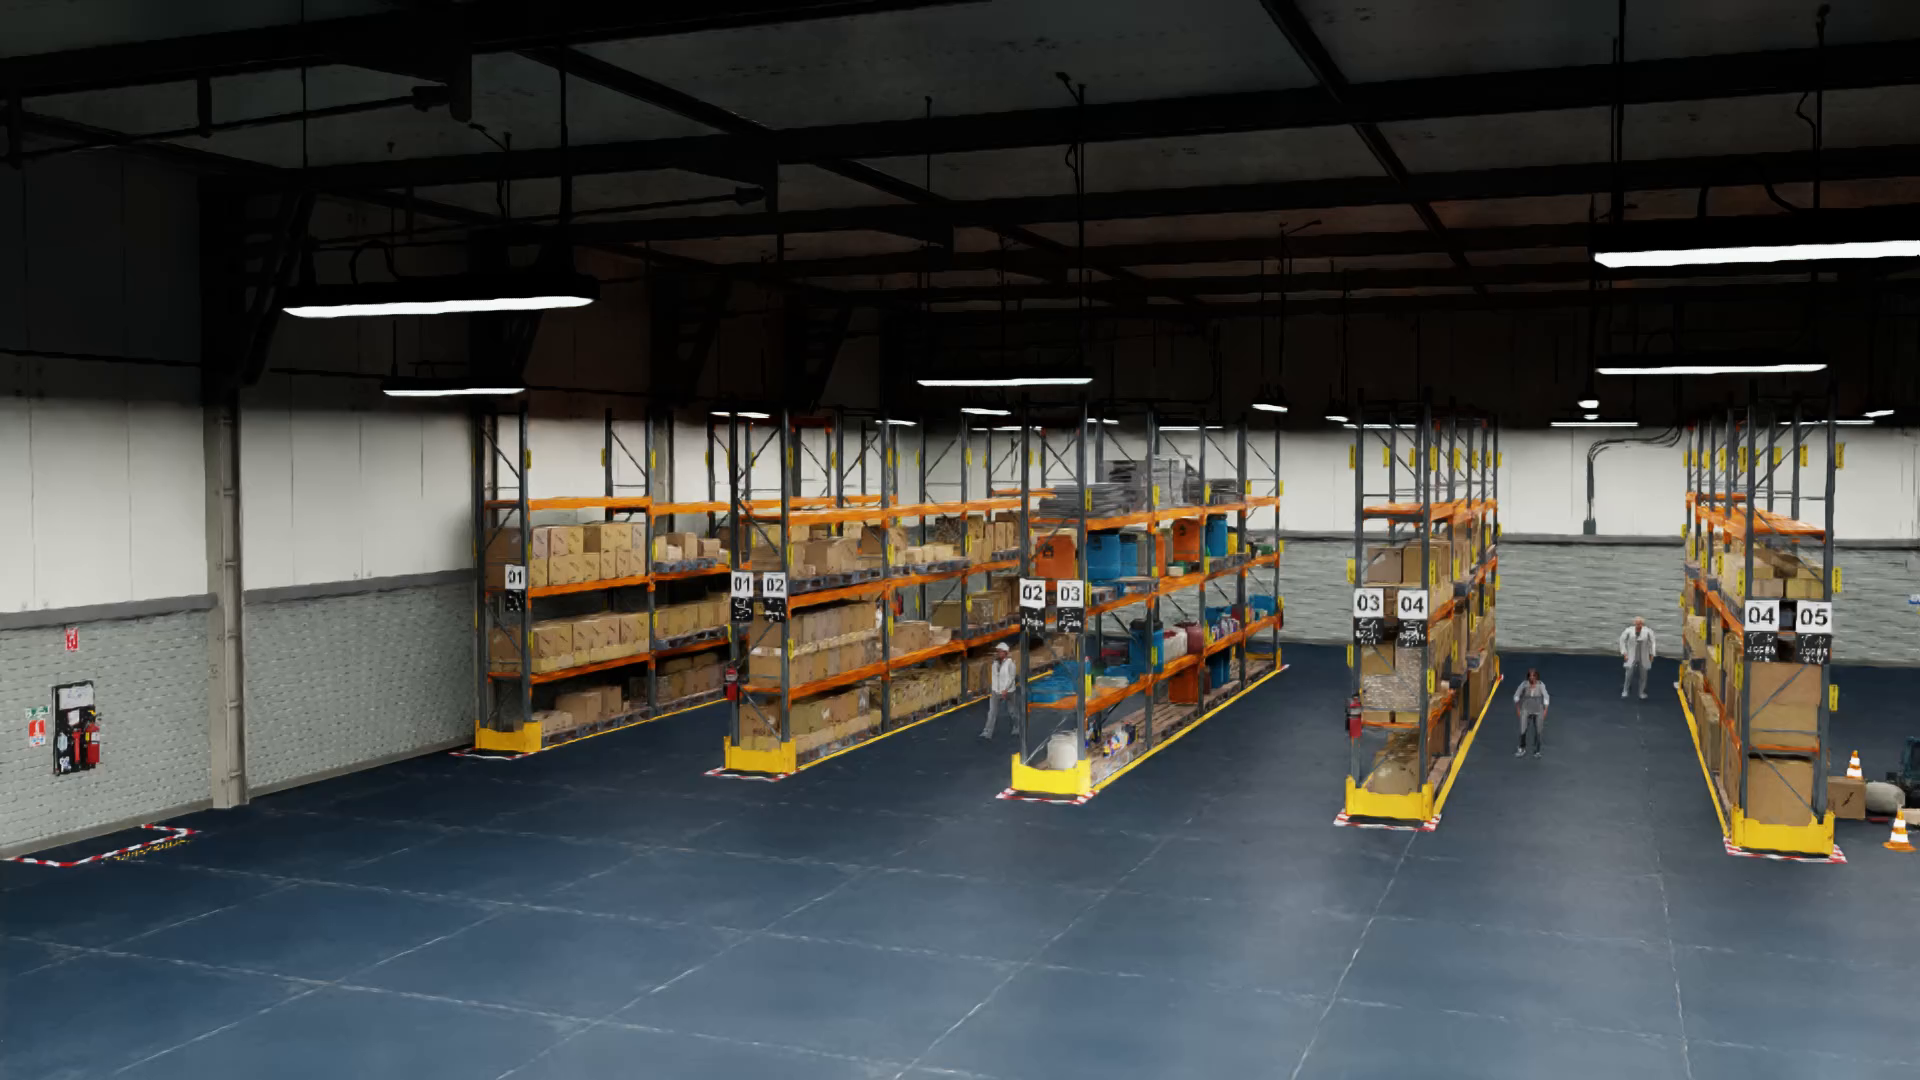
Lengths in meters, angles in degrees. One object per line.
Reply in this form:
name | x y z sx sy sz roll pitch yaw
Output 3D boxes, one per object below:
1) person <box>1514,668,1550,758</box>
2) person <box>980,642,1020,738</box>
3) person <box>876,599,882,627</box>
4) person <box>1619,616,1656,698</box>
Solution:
person | 9.560 2.884 27.818 0.566 1.541 0.519 1 3 18
person | 0.773 2.684 29.838 0.538 1.715 1.032 2 3 30
person | -1.889 2.229 39.441 0.366 1.680 0.586 0 3 7
person | 14.188 2.446 34.830 0.729 1.733 0.546 1 3 20
